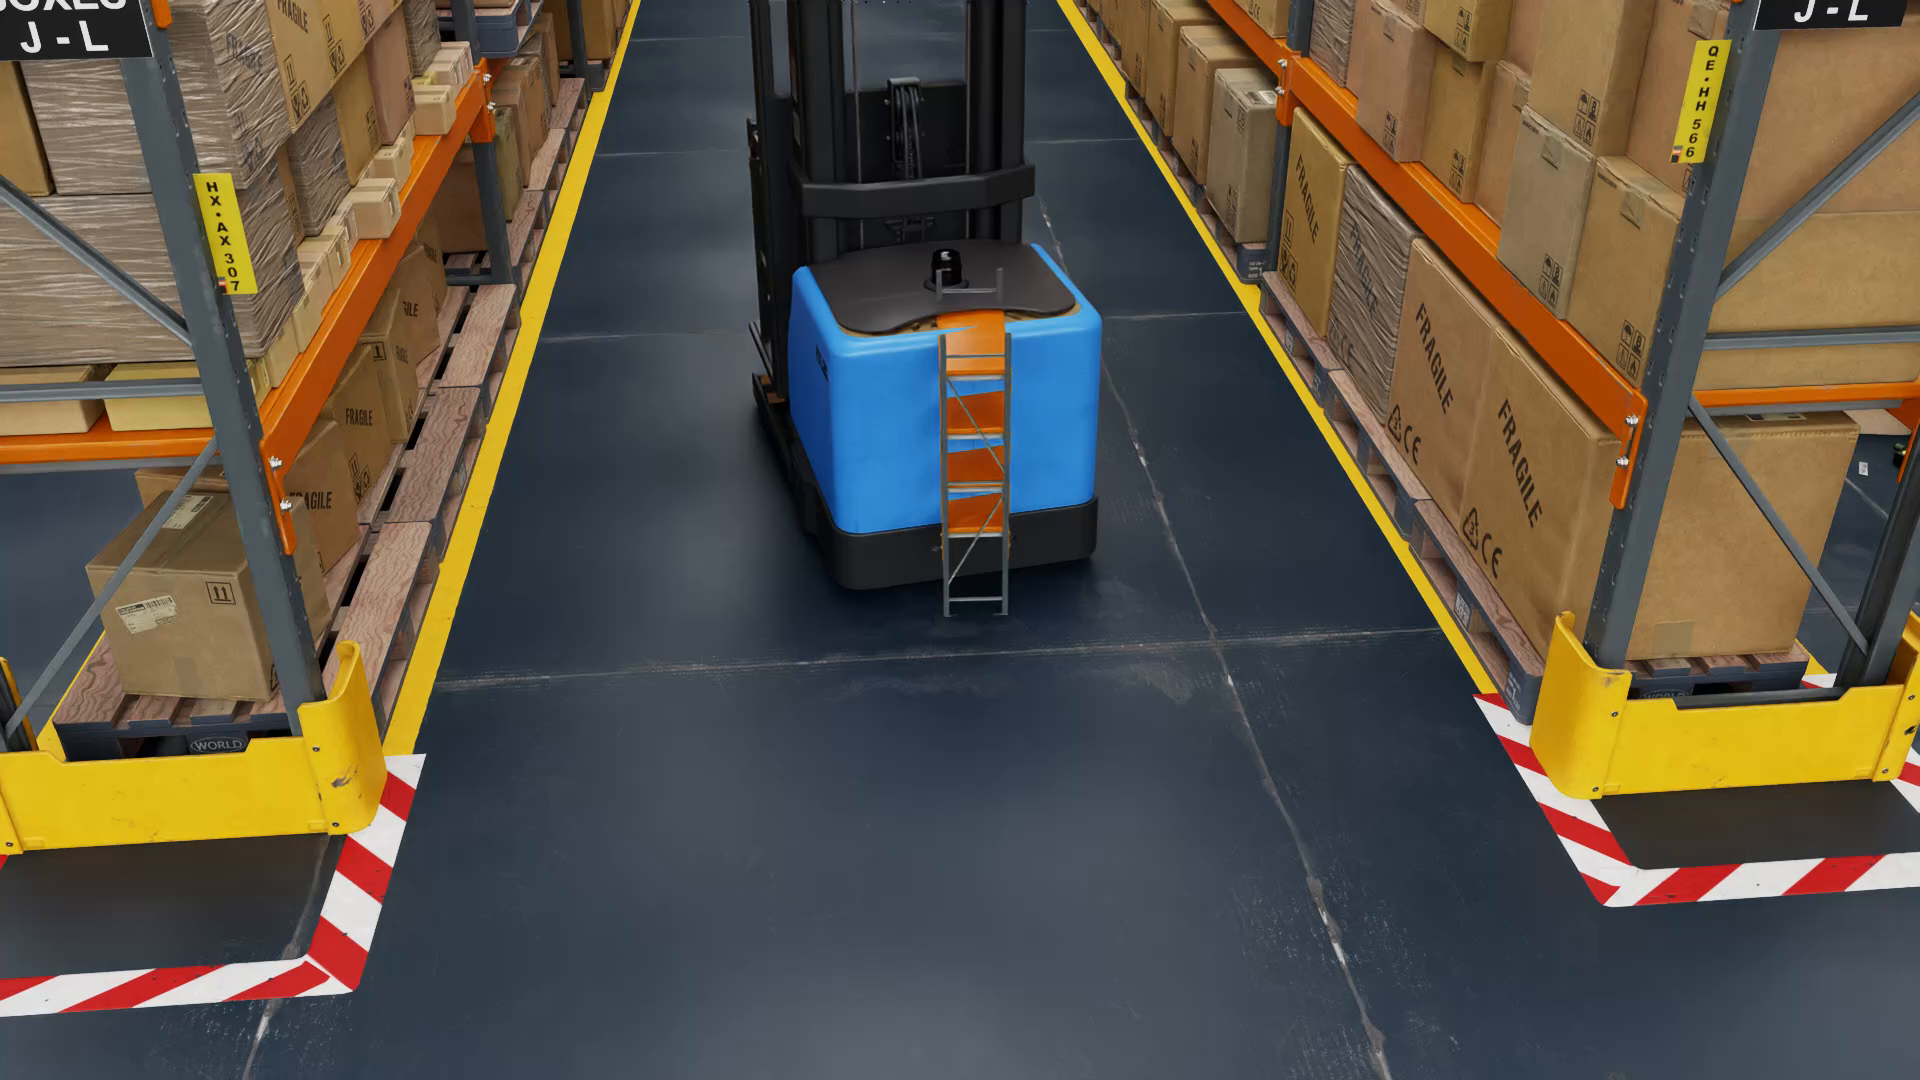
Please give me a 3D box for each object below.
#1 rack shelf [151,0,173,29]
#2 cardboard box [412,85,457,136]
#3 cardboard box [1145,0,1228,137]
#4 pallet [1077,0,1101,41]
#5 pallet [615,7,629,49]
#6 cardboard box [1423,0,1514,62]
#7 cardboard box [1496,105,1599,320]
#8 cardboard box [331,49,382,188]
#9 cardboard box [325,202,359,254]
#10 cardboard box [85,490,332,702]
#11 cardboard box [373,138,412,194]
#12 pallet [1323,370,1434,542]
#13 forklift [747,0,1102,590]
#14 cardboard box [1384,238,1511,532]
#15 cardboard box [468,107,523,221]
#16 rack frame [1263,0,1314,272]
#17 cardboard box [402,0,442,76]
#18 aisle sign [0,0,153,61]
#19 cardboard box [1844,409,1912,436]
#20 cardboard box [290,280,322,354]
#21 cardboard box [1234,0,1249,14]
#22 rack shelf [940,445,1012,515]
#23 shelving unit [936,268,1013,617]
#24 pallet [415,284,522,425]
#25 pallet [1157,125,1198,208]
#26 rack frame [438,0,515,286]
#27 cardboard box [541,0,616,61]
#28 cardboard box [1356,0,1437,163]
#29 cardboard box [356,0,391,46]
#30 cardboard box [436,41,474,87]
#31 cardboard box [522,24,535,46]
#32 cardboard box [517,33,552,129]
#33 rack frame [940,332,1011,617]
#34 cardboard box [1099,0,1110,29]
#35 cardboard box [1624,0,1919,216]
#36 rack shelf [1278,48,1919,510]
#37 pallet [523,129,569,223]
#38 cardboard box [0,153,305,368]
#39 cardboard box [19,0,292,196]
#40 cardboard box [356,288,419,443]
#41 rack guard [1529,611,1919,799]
[{"bbox_3d":[-2.630,-2.392,5.606,1.077,0.370,4.000,-3,31,-5],"label":"rack shelf"},{"bbox_3d":[-2.392,-1.850,7.167,0.380,0.149,0.250,-3,31,-5],"label":"cardboard box"},{"bbox_3d":[1.810,-3.116,10.825,1.050,0.750,0.750,-2,31,-4],"label":"cardboard box"},{"bbox_3d":[1.575,-4.486,14.054,1.003,0.211,1.213,-3,31,-5],"label":"pallet"},{"bbox_3d":[-3.300,-4.307,13.755,1.003,0.211,1.213,-3,31,-5],"label":"pallet"},{"bbox_3d":[2.269,-2.130,6.192,0.875,0.550,0.500,-3,31,-5],"label":"cardboard box"},{"bbox_3d":[2.352,-1.109,5.536,0.875,0.550,0.550,-3,31,-5],"label":"cardboard box"},{"bbox_3d":[-2.672,-1.607,6.128,0.875,0.500,0.500,-3,31,-5],"label":"cardboard box"},{"bbox_3d":[-2.356,-1.079,5.876,0.380,0.149,0.250,-3,31,-5],"label":"cardboard box"},{"bbox_3d":[-2.485,0.181,5.550,0.500,0.500,0.500,3,31,5],"label":"cardboard box"},{"bbox_3d":[-2.378,-1.464,6.521,0.380,0.149,0.250,-3,31,-5],"label":"cardboard box"},{"bbox_3d":[2.241,-0.407,7.225,1.003,0.211,1.213,-3,31,-5],"label":"pallet"},{"bbox_3d":[-0.341,-1.814,6.928,1.130,2.935,3.031,-8,32,-13],"label":"forklift"},{"bbox_3d":[2.291,-0.638,6.556,0.875,0.875,0.875,-3,31,-5],"label":"cardboard box"},{"bbox_3d":[-2.878,-2.109,9.364,0.700,0.500,0.500,-3,31,-5],"label":"cardboard box"},{"bbox_3d":[2.131,-2.620,8.212,1.000,3.000,0.127,-3,31,-5],"label":"rack frame"},{"bbox_3d":[-2.836,-2.372,7.409,0.875,0.500,0.500,-3,31,-5],"label":"cardboard box"},{"bbox_3d":[-2.138,-1.491,3.786,0.394,0.787,0.004,-3,31,-5],"label":"aisle sign"},{"bbox_3d":[4.125,-0.657,7.591,0.396,0.266,0.258,2,31,4],"label":"cardboard box"},{"bbox_3d":[-2.245,-0.698,5.238,0.380,0.149,0.250,-3,31,-5],"label":"cardboard box"},{"bbox_3d":[1.769,-3.175,9.042,0.500,0.500,0.500,-3,31,-5],"label":"cardboard box"},{"bbox_3d":[0.047,-0.287,6.167,0.258,0.148,0.480,-2,35,-2],"label":"rack shelf"},{"bbox_3d":[0.046,-0.342,6.128,0.258,1.200,0.503,-2,35,-2],"label":"shelving unit"},{"bbox_3d":[-2.719,-0.896,8.044,1.003,0.211,1.213,-3,31,-5],"label":"pallet"},{"bbox_3d":[1.867,-2.438,10.625,1.003,0.211,1.213,-3,31,-5],"label":"pallet"},{"bbox_3d":[-2.817,-2.434,7.900,1.000,3.000,0.127,-3,31,-5],"label":"rack frame"},{"bbox_3d":[-3.234,-4.098,12.348,1.225,0.875,0.875,-4,31,-7],"label":"cardboard box"},{"bbox_3d":[2.185,-1.936,6.919,0.875,0.550,0.550,-3,31,-5],"label":"cardboard box"},{"bbox_3d":[-2.364,-2.052,5.897,0.500,0.500,0.500,-3,31,-5],"label":"cardboard box"},{"bbox_3d":[-2.504,-2.231,7.804,0.380,0.149,0.250,-3,31,-5],"label":"cardboard box"},{"bbox_3d":[-3.038,-3.303,10.632,0.500,0.250,0.500,1,31,1],"label":"cardboard box"},{"bbox_3d":[-3.043,-2.968,10.803,0.700,0.500,0.500,-5,31,-9],"label":"cardboard box"},{"bbox_3d":[0.056,-0.201,5.929,0.240,1.200,0.015,-2,35,-2],"label":"rack frame"},{"bbox_3d":[1.391,-4.358,13.150,0.500,0.500,0.500,-2,31,-3],"label":"cardboard box"},{"bbox_3d":[2.509,-1.297,4.797,0.875,0.550,0.550,-3,31,-5],"label":"cardboard box"},{"bbox_3d":[2.318,-1.290,6.687,1.077,0.370,4.000,-3,31,-5],"label":"rack shelf"},{"bbox_3d":[-3.008,-2.259,10.326,1.003,0.211,1.213,-3,31,-5],"label":"pallet"},{"bbox_3d":[-2.467,-0.845,4.852,0.875,0.500,0.500,-3,31,-5],"label":"cardboard box"},{"bbox_3d":[-2.223,-1.286,4.615,0.500,0.500,0.500,-3,31,-5],"label":"cardboard box"},{"bbox_3d":[-2.622,-0.730,7.075,0.500,0.500,0.500,-5,31,-9],"label":"cardboard box"},{"bbox_3d":[2.507,0.507,5.413,1.175,0.500,0.348,-3,31,-5],"label":"rack guard"}]
